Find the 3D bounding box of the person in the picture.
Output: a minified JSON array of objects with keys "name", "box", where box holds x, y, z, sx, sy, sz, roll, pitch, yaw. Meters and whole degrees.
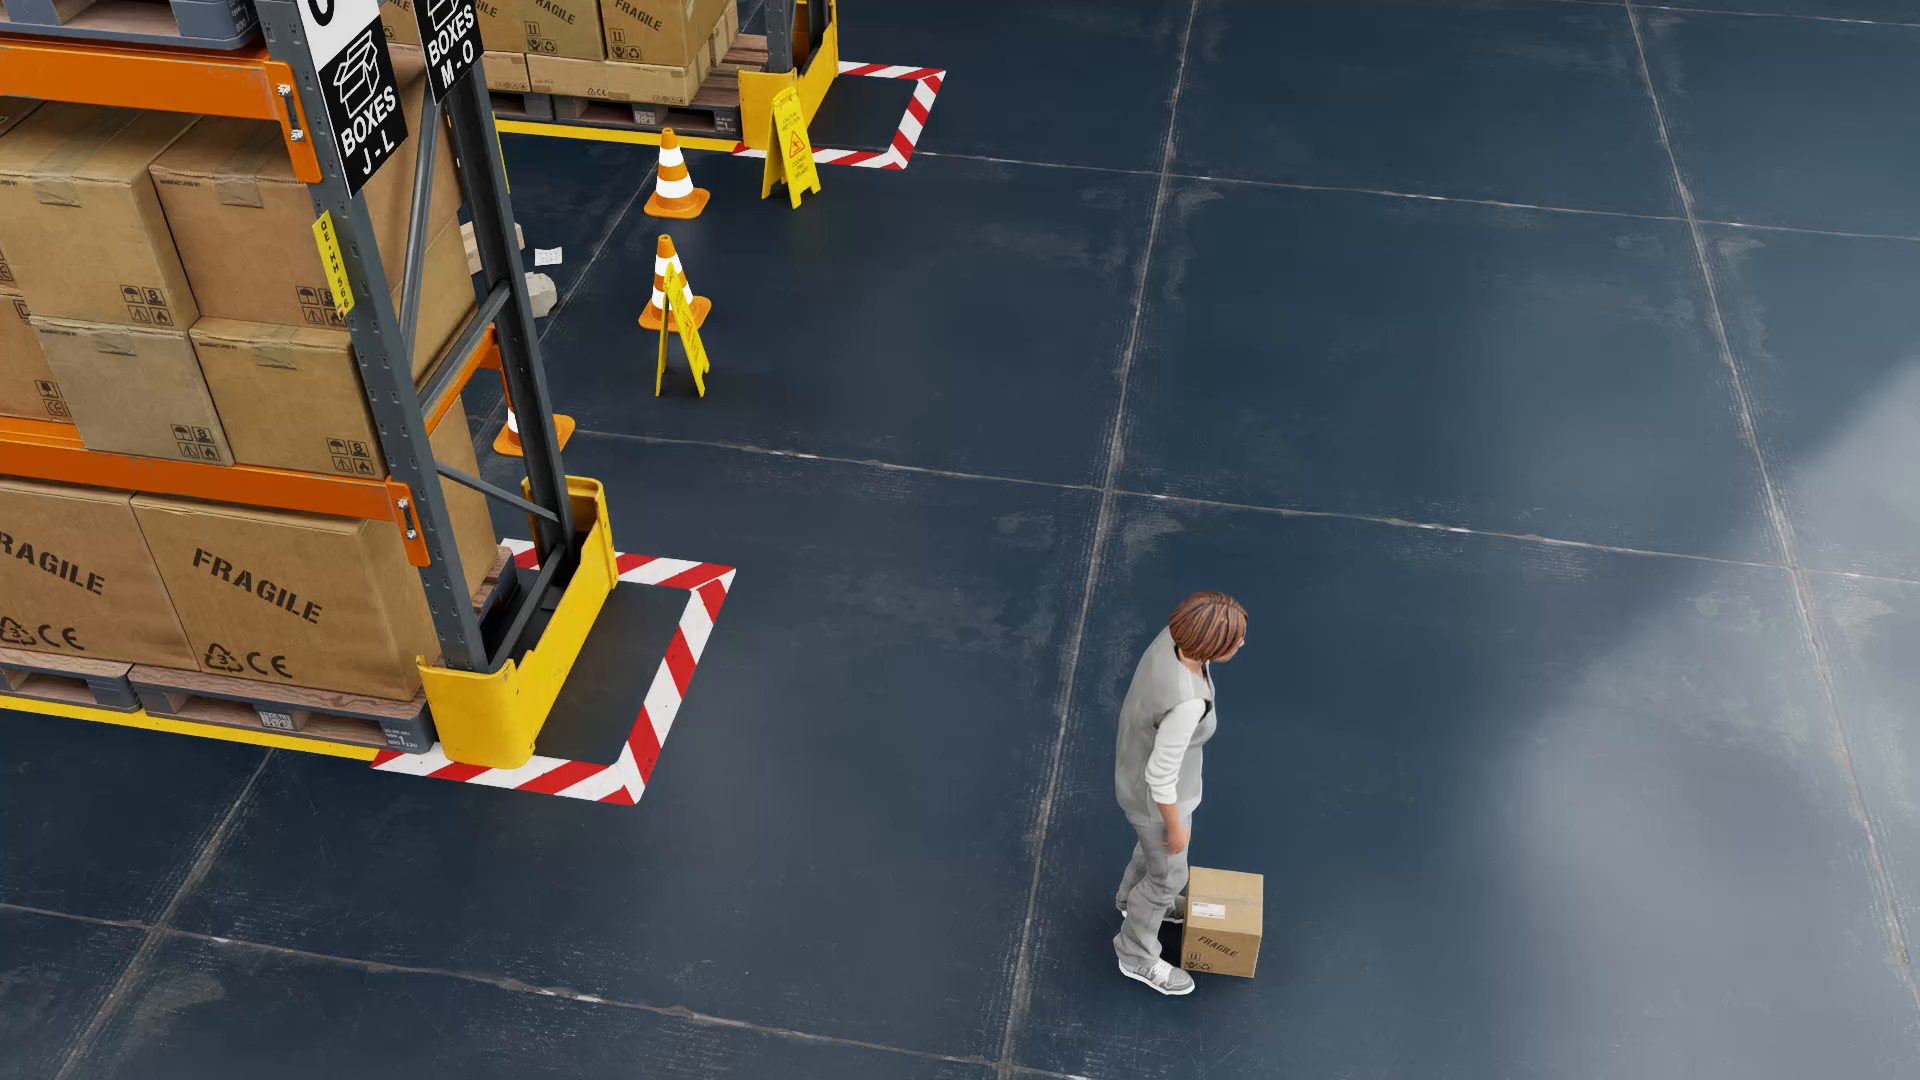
[{"name":"person","box":[0.659,0.780,5.274,0.345,1.591,0.478,4,41,5]}]
